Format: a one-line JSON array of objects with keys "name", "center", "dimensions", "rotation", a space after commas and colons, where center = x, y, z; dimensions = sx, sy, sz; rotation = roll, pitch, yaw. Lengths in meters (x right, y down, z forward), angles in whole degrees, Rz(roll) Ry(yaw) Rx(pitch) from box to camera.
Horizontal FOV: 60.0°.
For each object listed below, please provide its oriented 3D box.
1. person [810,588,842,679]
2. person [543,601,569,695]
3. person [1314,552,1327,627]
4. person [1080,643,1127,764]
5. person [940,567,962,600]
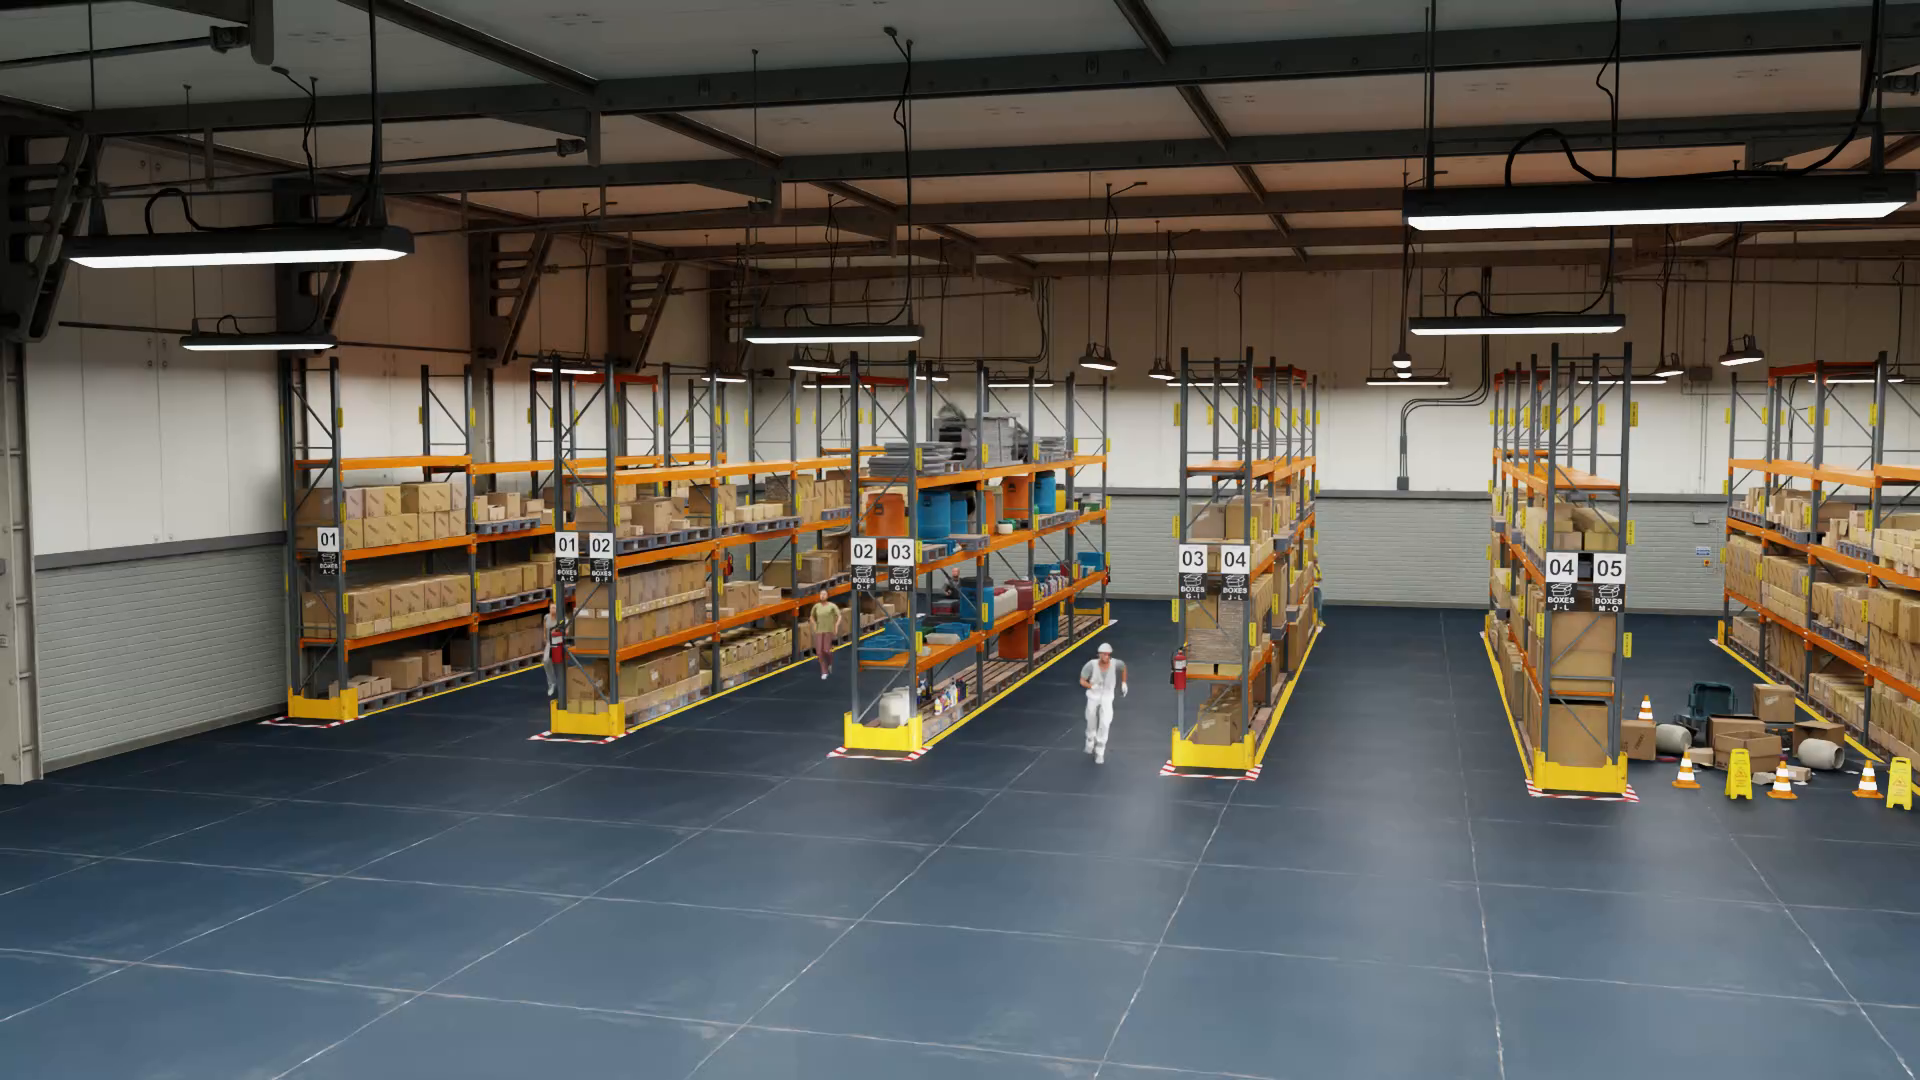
[{"name": "person", "center": [-2.455, 1.694, 30.100], "dimensions": [0.581, 1.641, 0.527], "rotation": [1, 4, 8]}, {"name": "person", "center": [-7.372, 1.946, 30.381], "dimensions": [0.587, 1.693, 0.833], "rotation": [1, 4, 10]}, {"name": "person", "center": [8.468, 1.177, 40.117], "dimensions": [0.723, 1.797, 0.858], "rotation": [-4, 6, -44]}, {"name": "person", "center": [2.092, 2.385, 24.297], "dimensions": [0.721, 1.822, 0.873], "rotation": [0, 4, -2]}, {"name": "person", "center": [-0.101, 1.463, 36.232], "dimensions": [0.652, 1.739, 0.902], "rotation": [0, 4, 5]}]
